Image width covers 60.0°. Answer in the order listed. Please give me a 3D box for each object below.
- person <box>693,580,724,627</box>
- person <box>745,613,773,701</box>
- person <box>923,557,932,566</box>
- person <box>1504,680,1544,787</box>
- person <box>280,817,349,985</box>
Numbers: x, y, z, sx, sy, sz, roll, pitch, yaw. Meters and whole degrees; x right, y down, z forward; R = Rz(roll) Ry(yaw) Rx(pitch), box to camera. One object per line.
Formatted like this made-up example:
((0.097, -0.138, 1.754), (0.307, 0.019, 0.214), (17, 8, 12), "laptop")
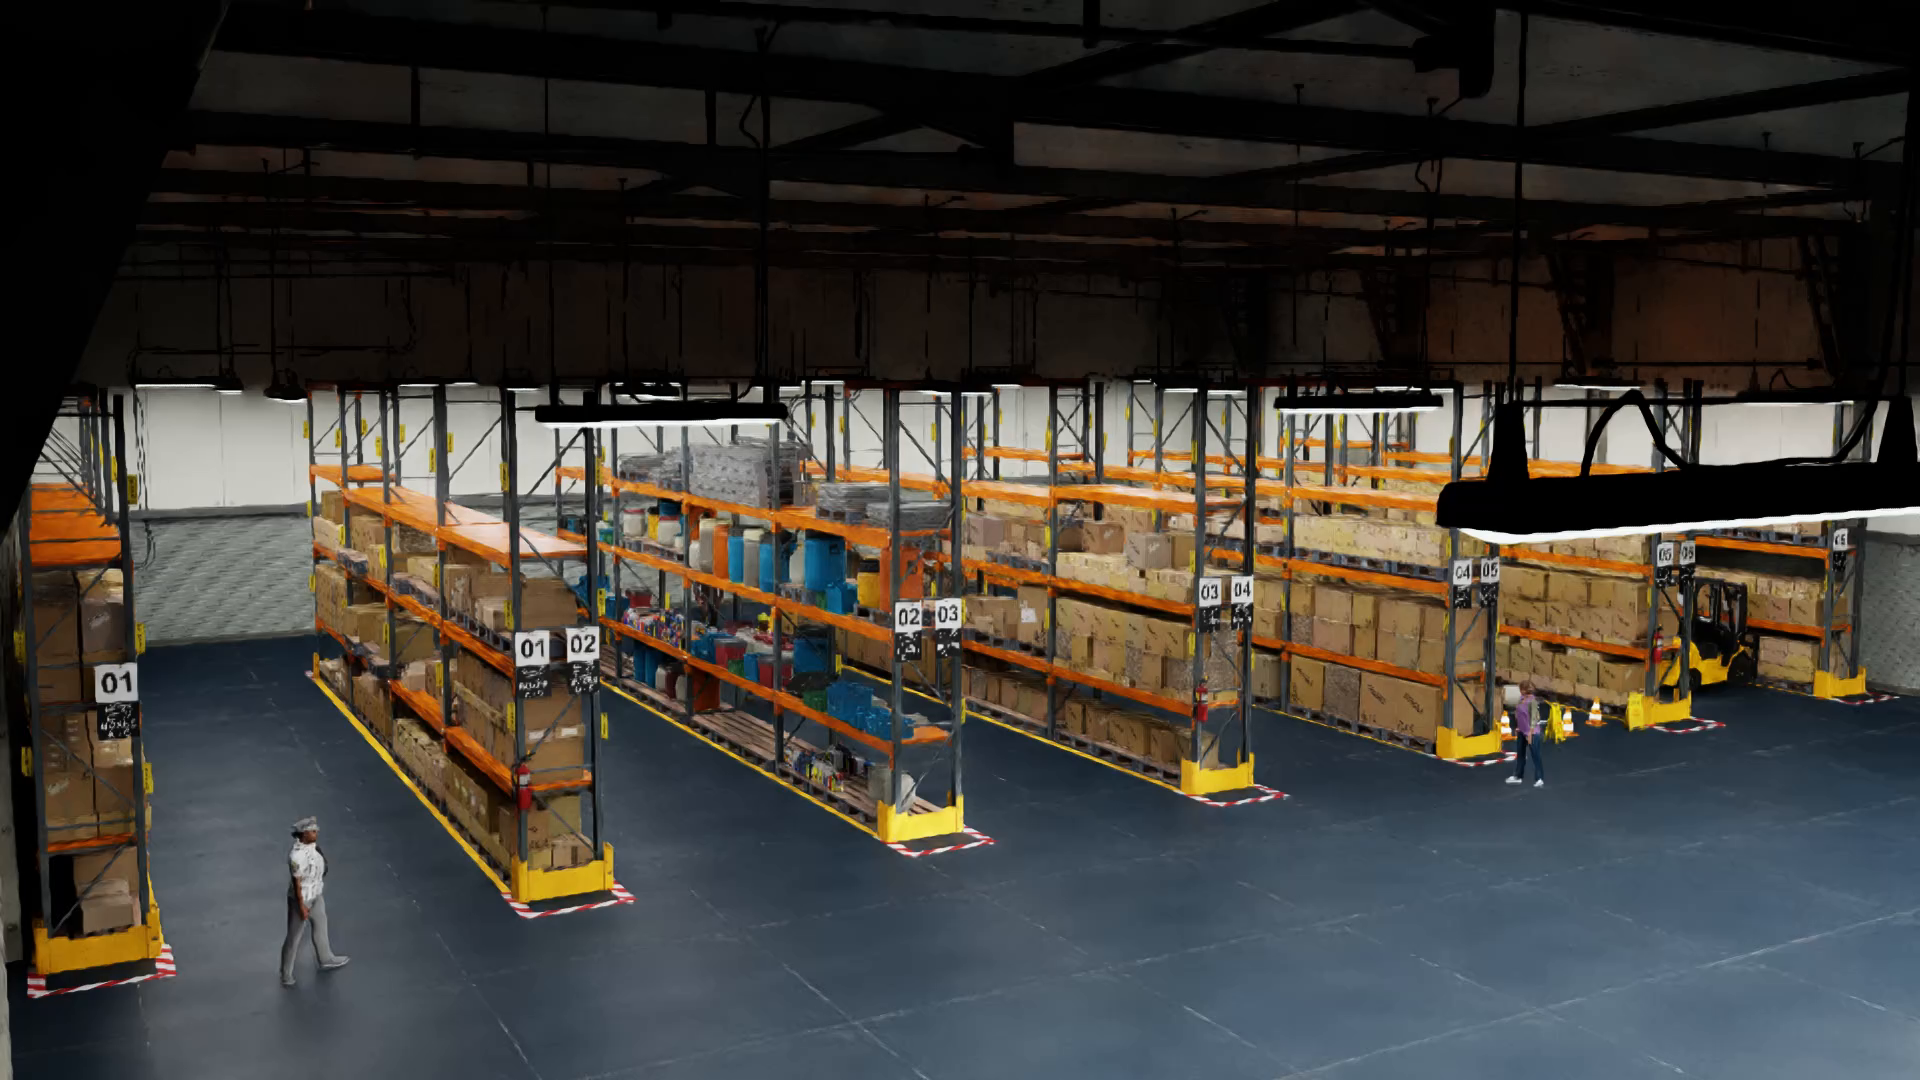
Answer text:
((-5.813, 1.389, 38.438), (0.729, 1.733, 0.546), (-3, 7, -29), "person")
((-3.647, 2.200, 30.807), (0.571, 1.708, 1.035), (-5, 8, -37), "person")
((-0.916, 1.160, 40.578), (0.529, 1.756, 0.996), (-2, 6, -18), "person")
((8.478, 2.878, 24.917), (0.527, 1.588, 0.540), (-1, 6, -13), "person")
((-6.722, 3.668, 17.149), (0.522, 1.675, 0.687), (0, 6, 4), "person")
